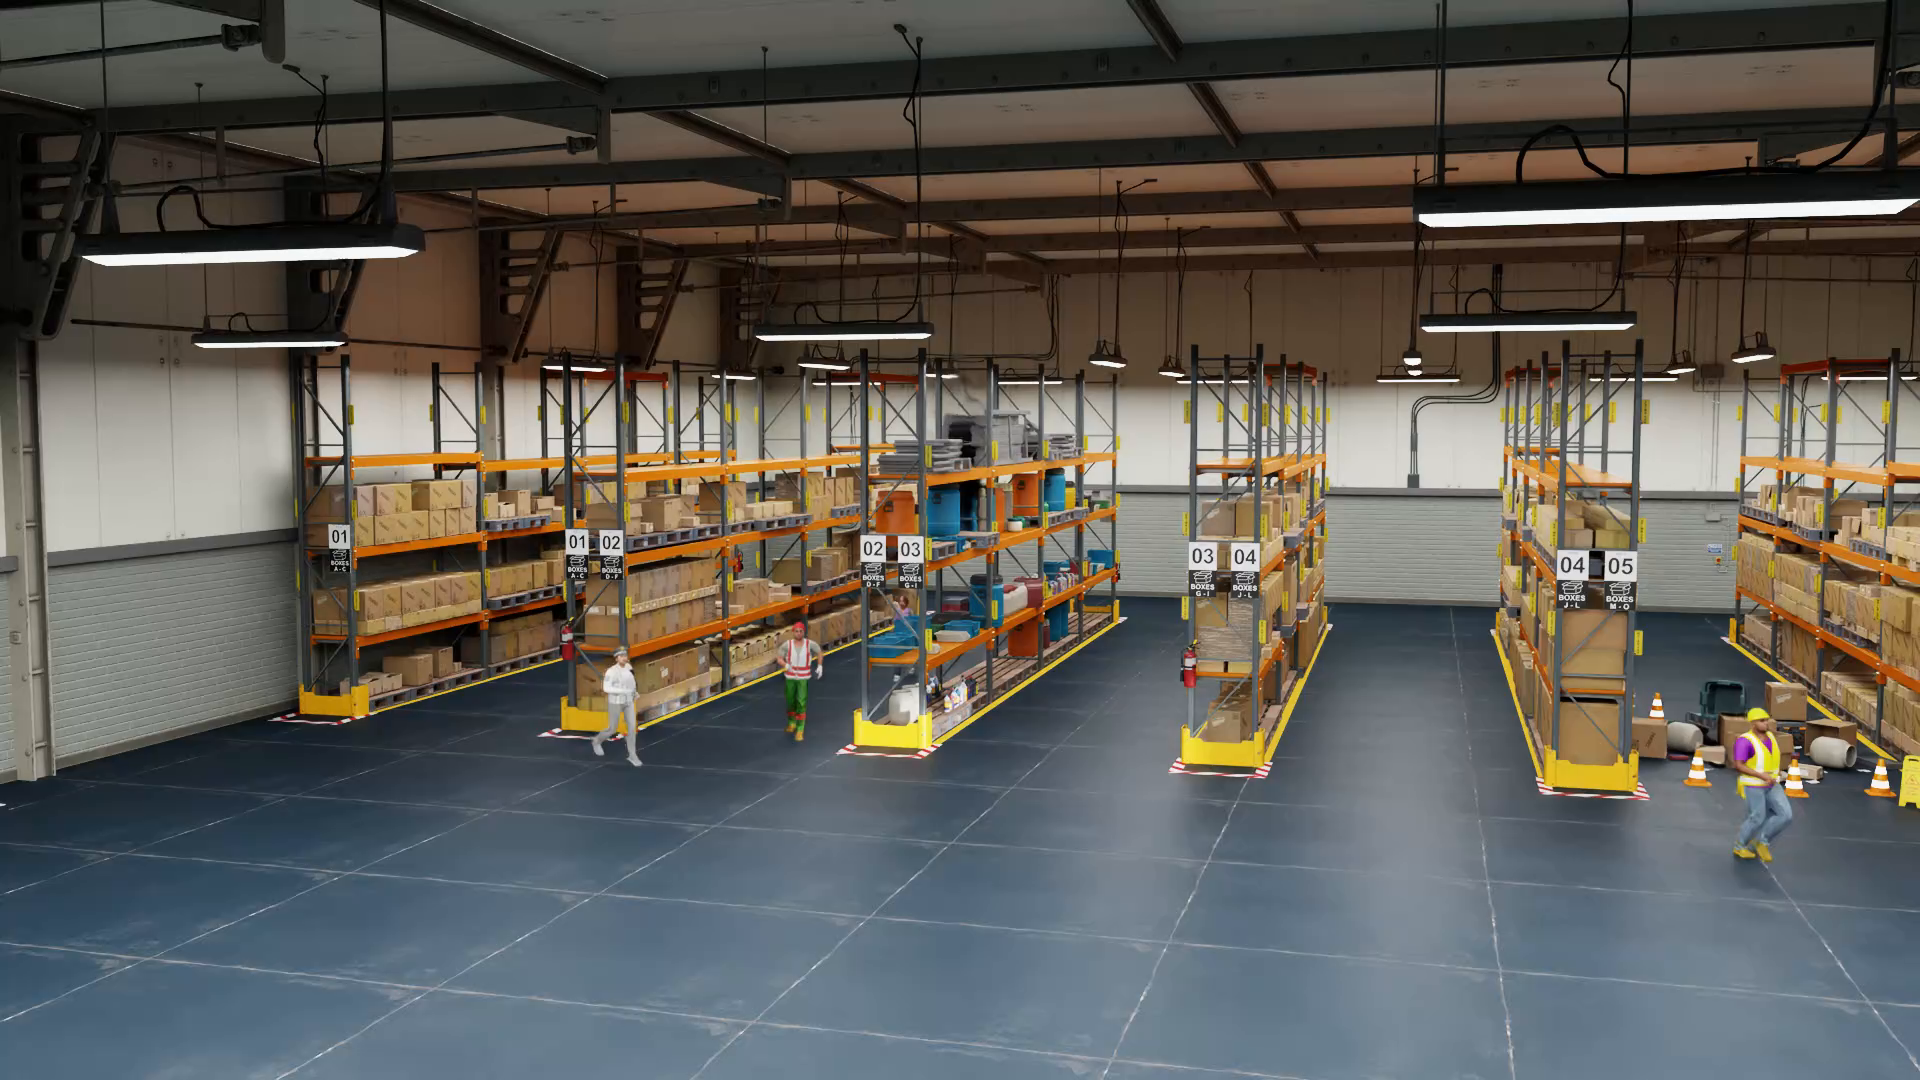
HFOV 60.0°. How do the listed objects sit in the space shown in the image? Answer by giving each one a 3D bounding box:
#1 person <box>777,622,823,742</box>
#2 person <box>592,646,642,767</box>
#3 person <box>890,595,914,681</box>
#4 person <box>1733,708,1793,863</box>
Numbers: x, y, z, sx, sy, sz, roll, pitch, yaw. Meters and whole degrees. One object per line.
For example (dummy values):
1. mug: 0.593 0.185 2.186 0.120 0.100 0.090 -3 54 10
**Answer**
1. person: -2.487 2.183 25.781 0.696 1.853 0.754 0 4 1
2. person: -4.904 2.363 23.937 0.936 1.718 0.623 4 6 44
3. person: -1.074 1.832 31.430 0.538 1.582 0.893 1 4 14
4. person: 8.981 2.742 18.609 0.712 1.737 0.653 -2 5 -21
